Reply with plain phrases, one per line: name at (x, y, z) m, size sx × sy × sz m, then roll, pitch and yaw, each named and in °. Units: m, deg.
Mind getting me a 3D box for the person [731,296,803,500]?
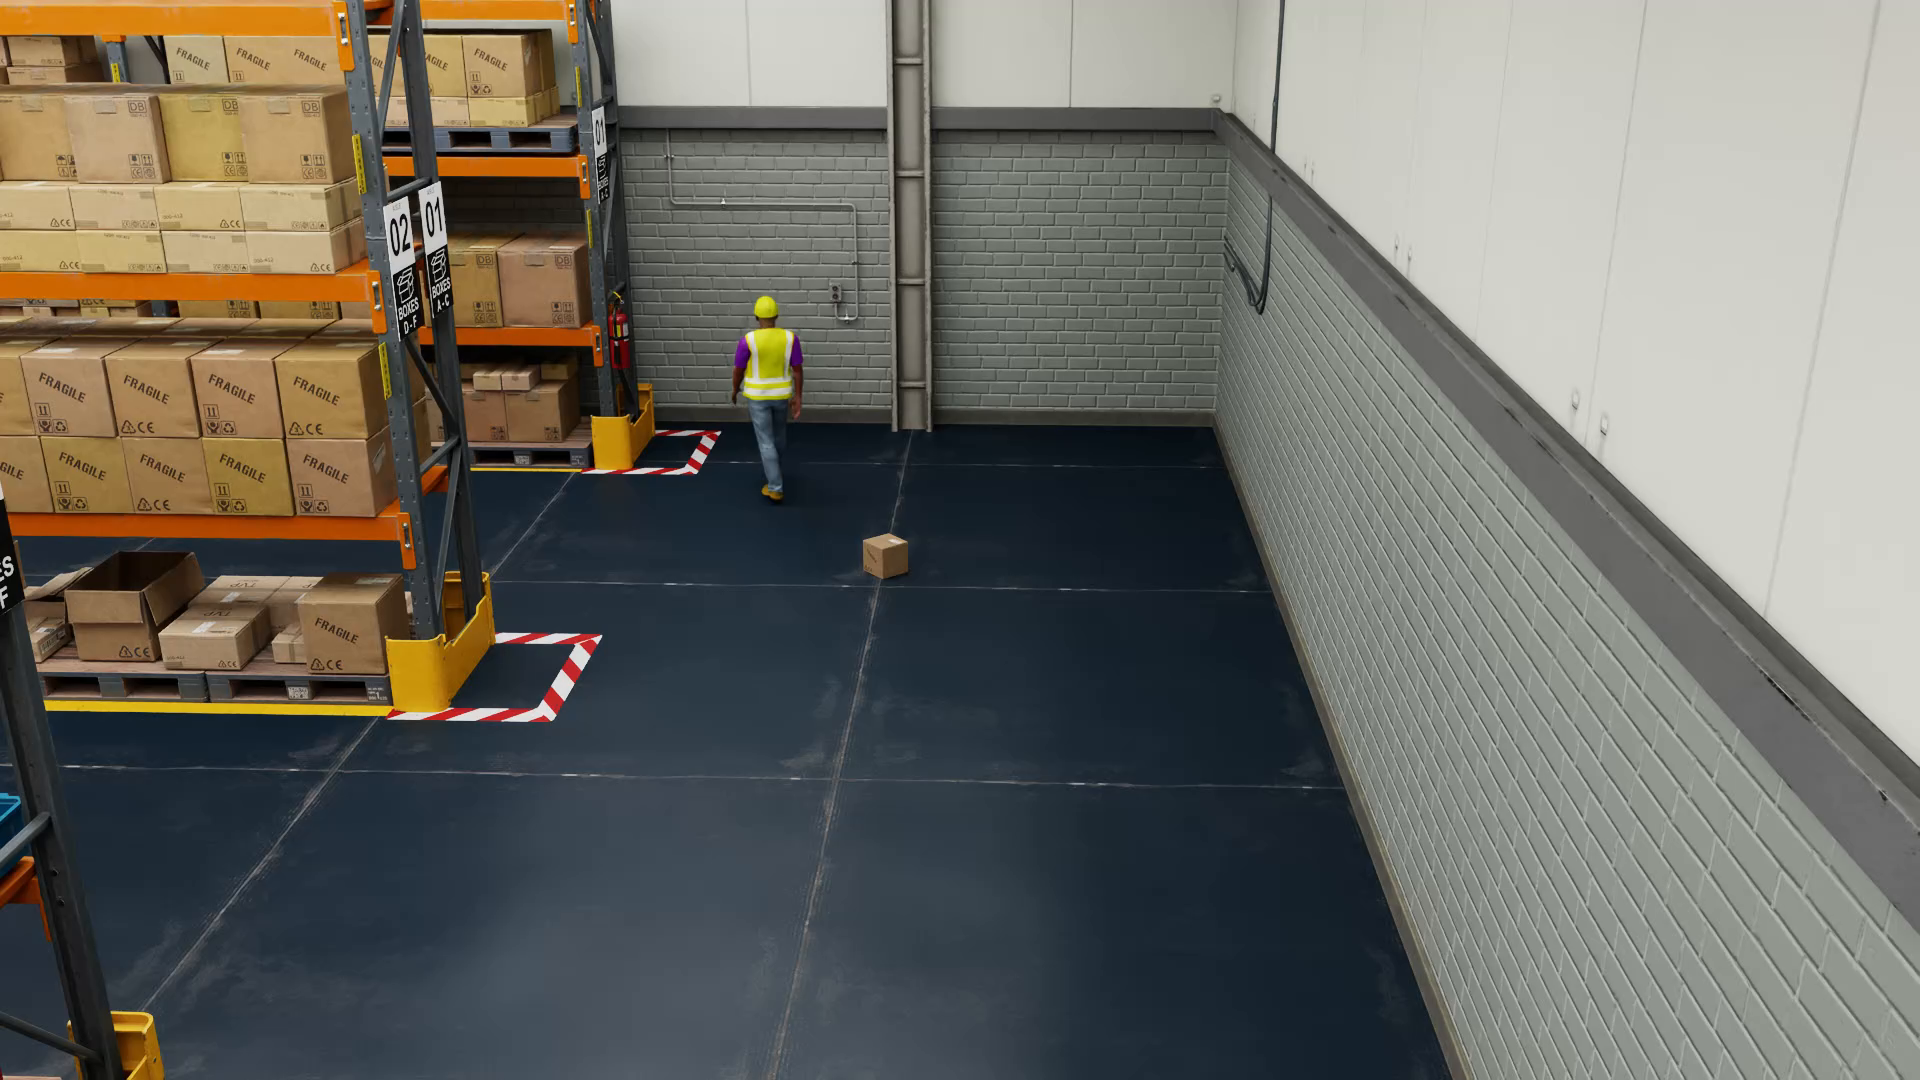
person at (-1.699, -1.298, 14.440) m, size 0.571 × 1.716 × 0.973 m, roll -9°, pitch 22°, yaw -22°
